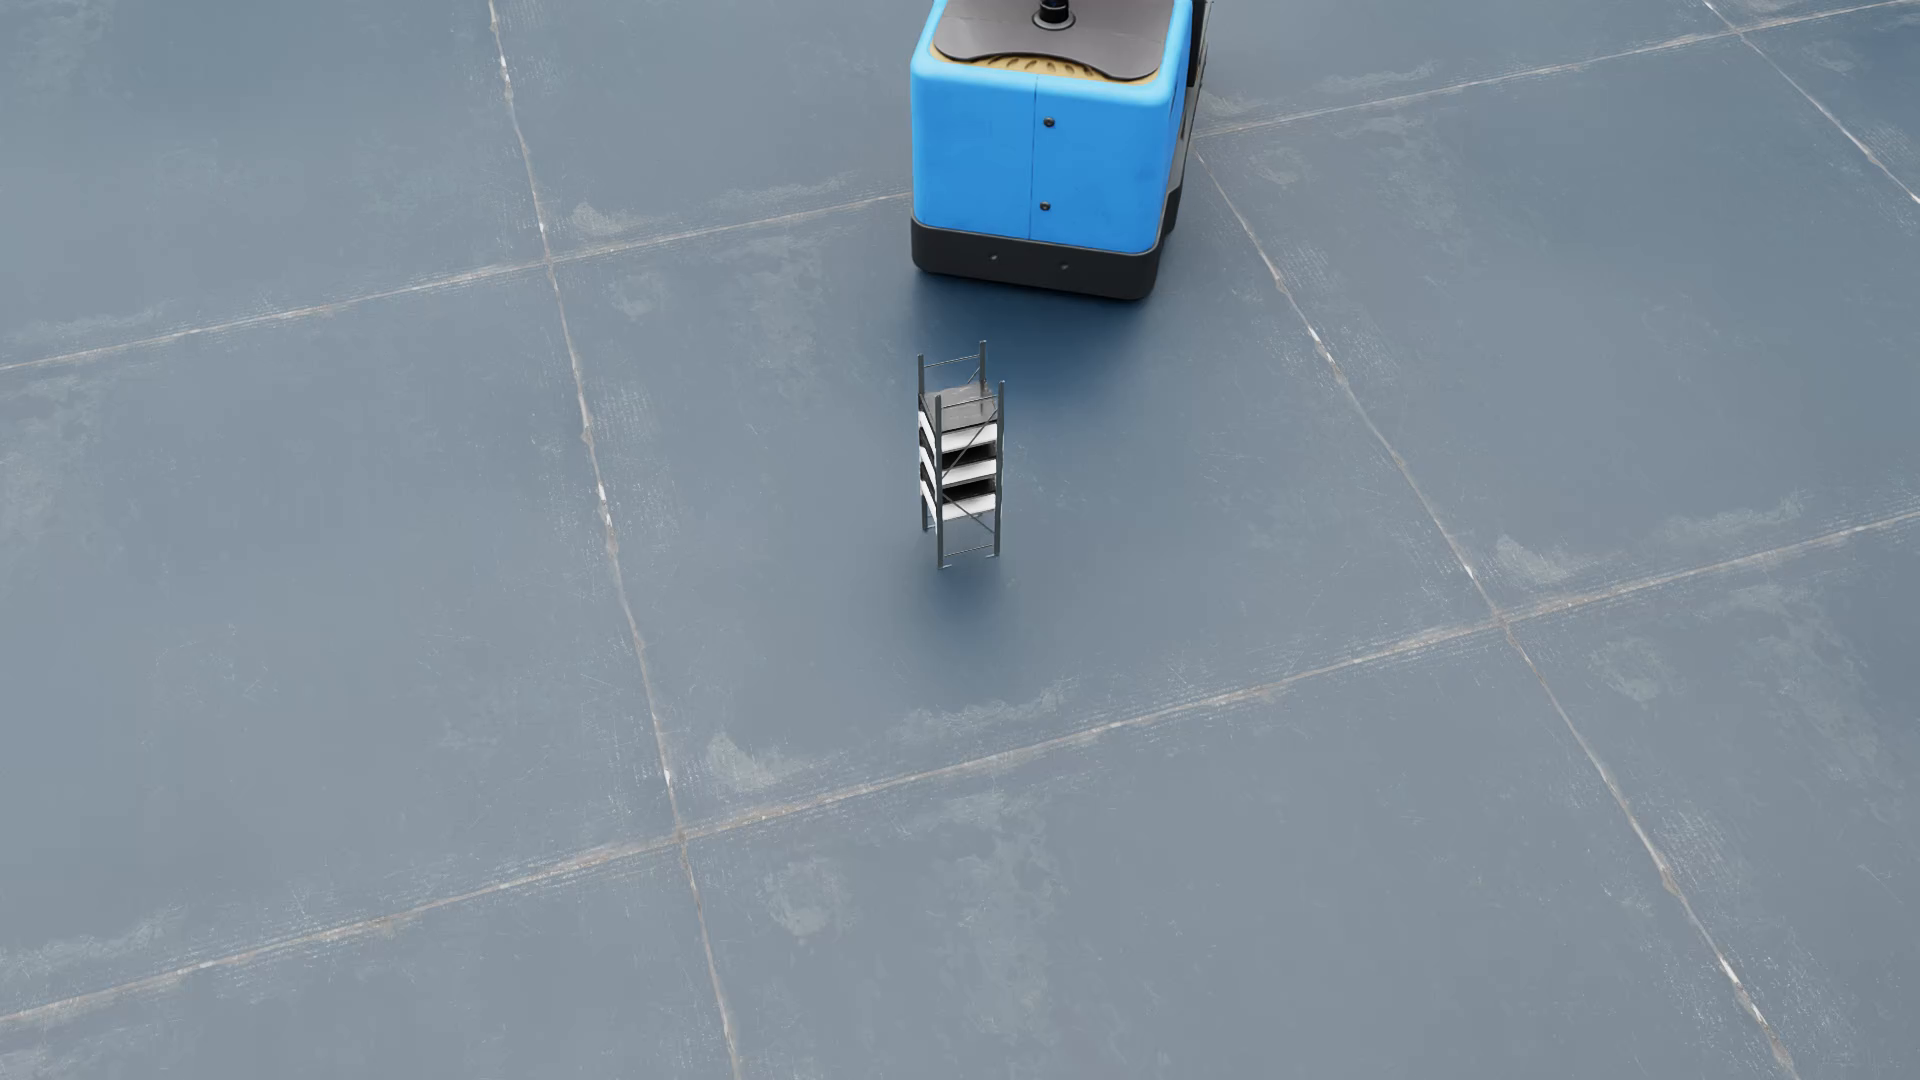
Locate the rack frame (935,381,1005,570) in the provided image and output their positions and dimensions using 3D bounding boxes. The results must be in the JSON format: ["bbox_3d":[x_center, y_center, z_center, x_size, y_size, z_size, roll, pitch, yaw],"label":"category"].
[{"bbox_3d":[0.032,-0.210,5.838,0.240,0.900,0.006,-13,51,-11],"label":"rack frame"}]

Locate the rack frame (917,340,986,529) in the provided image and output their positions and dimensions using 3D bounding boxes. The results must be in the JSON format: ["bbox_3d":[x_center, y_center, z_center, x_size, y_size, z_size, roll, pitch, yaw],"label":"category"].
[{"bbox_3d":[-0.028,-0.358,5.964,0.240,0.900,0.006,-13,51,-11],"label":"rack frame"}]

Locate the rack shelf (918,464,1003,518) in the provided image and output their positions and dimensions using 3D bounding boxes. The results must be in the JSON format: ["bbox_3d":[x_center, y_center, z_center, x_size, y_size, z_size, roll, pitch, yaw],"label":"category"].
[{"bbox_3d":[0.002,-0.205,5.995,0.258,0.077,0.200,-13,51,-11],"label":"rack shelf"}]

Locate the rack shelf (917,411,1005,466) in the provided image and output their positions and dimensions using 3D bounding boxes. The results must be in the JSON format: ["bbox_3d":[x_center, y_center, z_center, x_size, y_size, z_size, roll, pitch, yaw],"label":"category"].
[{"bbox_3d":[0.002,-0.379,5.789,0.258,0.077,0.200,-13,51,-11],"label":"rack shelf"}]

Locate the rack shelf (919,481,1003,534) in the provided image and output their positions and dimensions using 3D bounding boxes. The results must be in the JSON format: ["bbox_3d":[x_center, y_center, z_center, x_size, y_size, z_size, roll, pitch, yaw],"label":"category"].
[{"bbox_3d":[0.002,-0.147,6.064,0.258,0.077,0.200,-13,51,-11],"label":"rack shelf"}]

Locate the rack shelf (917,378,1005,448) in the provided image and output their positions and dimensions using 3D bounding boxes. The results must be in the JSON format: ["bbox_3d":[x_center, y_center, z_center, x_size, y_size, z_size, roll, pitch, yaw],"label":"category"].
[{"bbox_3d":[0.002,-0.437,5.720,0.258,0.077,0.200,-13,51,-11],"label":"rack shelf"}]

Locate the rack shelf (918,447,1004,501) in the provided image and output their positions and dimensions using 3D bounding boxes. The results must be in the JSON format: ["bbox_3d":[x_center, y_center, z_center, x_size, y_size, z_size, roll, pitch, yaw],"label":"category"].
[{"bbox_3d":[0.002,-0.263,5.926,0.258,0.077,0.200,-13,51,-11],"label":"rack shelf"}]

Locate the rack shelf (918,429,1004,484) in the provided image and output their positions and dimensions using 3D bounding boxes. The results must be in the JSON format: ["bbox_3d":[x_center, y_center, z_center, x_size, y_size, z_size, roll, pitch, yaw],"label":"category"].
[{"bbox_3d":[0.002,-0.321,5.858,0.258,0.077,0.200,-13,51,-11],"label":"rack shelf"}]

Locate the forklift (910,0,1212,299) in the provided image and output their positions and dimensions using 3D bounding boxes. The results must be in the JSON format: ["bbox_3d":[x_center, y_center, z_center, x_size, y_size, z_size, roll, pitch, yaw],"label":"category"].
[{"bbox_3d":[0.598,-3.112,6.956,1.130,2.935,3.031,9,50,8],"label":"forklift"}]

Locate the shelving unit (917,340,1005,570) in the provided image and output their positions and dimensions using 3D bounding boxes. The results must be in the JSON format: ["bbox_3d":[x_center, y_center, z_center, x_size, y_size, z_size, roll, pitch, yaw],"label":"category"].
[{"bbox_3d":[0.002,-0.284,5.901,0.258,0.900,0.210,-13,51,-11],"label":"shelving unit"}]
